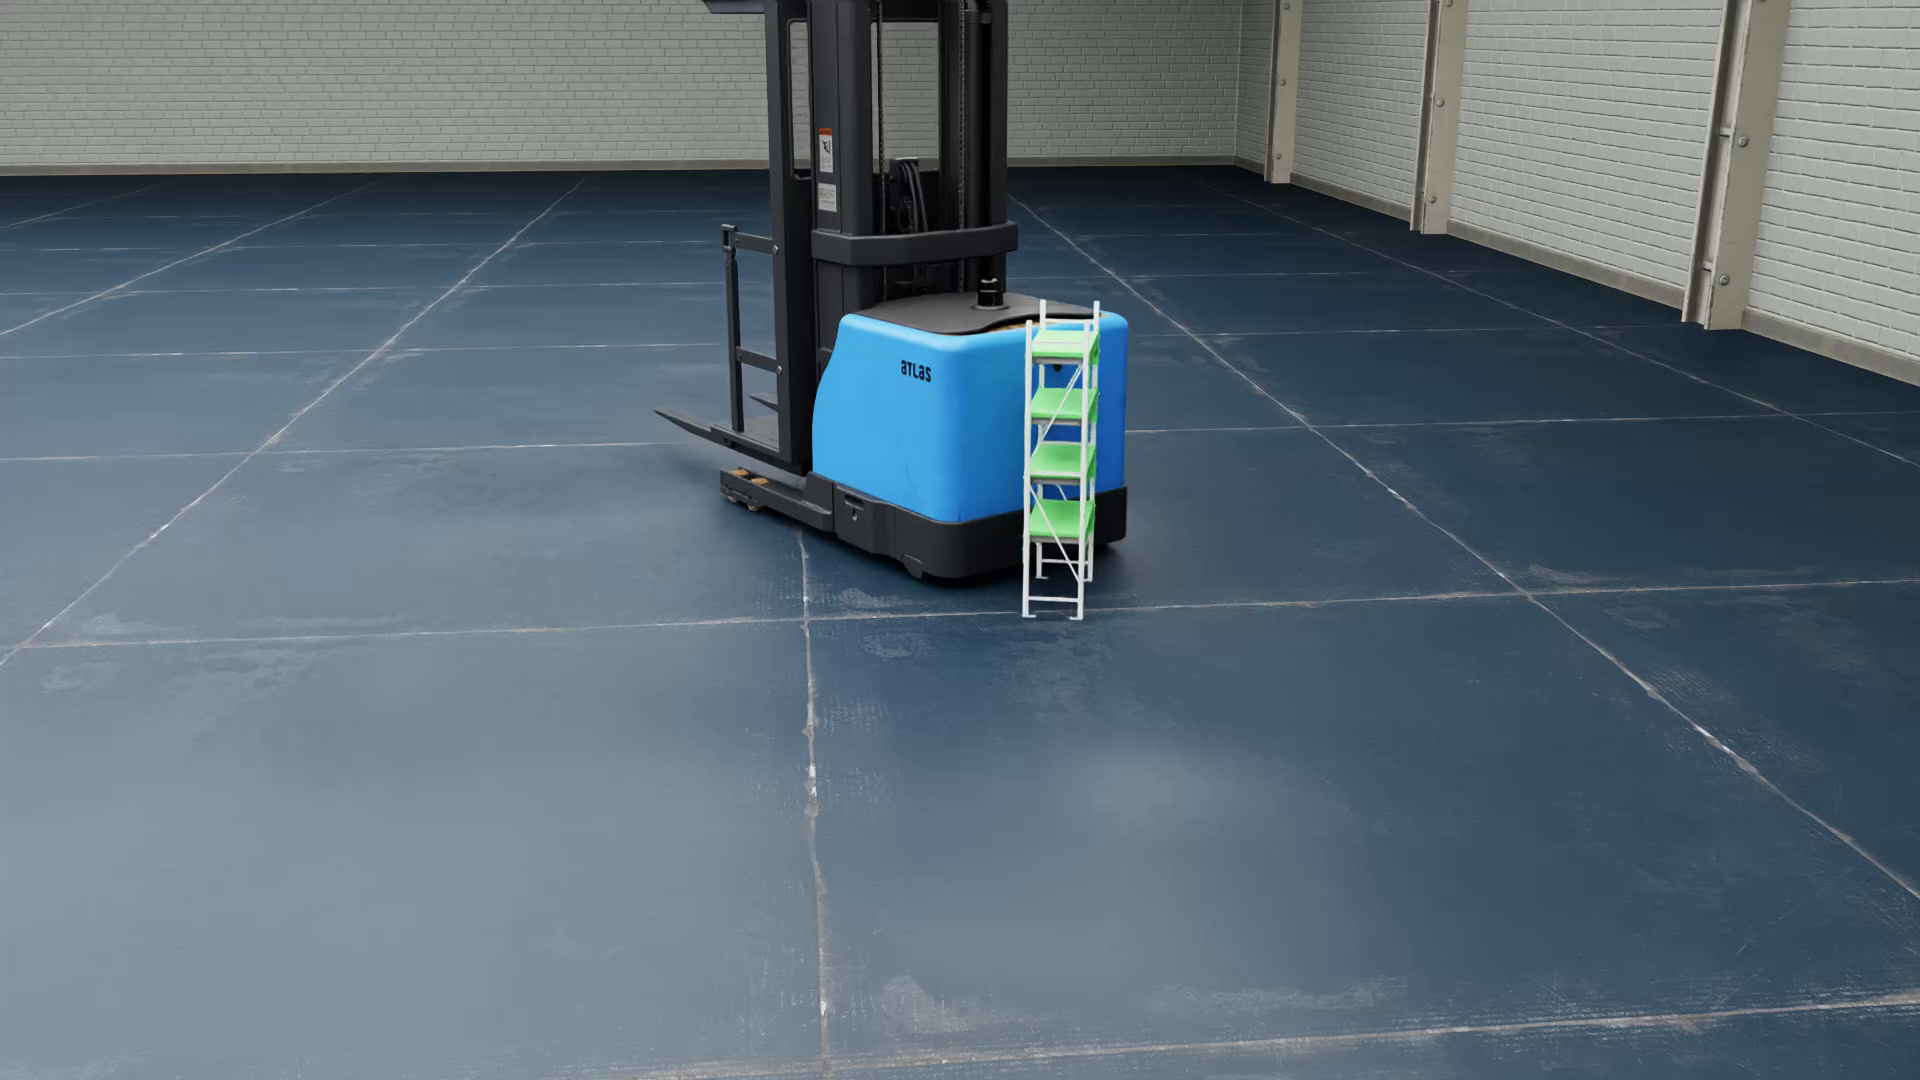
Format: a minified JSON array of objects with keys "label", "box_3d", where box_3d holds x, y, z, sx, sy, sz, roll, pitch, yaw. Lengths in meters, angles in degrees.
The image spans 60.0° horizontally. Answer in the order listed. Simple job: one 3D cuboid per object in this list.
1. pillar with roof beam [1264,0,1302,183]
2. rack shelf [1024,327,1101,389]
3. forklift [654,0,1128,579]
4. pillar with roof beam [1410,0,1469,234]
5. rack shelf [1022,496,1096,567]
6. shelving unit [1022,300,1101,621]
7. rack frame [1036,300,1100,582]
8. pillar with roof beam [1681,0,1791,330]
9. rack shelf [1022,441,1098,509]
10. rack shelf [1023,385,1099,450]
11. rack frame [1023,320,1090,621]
[{"label":"pillar with roof beam","box_3d":[0.392,-9.426,22.678,9.100,9.000,0.400,-2,18,-6]},{"label":"rack shelf","box_3d":[0.410,-0.726,6.598,0.258,0.148,0.480,3,18,9]},{"label":"forklift","box_3d":[-0.536,-1.614,7.925,1.130,2.935,3.031,-13,21,-35]},{"label":"pillar with roof beam","box_3d":[1.011,-7.639,16.984,9.100,9.000,0.400,-2,18,-6]},{"label":"rack shelf","box_3d":[0.410,-0.039,6.813,0.258,0.148,0.480,3,18,9]},{"label":"shelving unit","box_3d":[0.410,-0.329,6.722,0.258,1.200,0.503,3,18,9]},{"label":"rack frame","box_3d":[0.448,-0.401,6.952,0.240,1.200,0.015,3,18,9]},{"label":"pillar with roof beam","box_3d":[1.629,-5.851,11.290,9.100,9.000,0.400,-2,18,-6]},{"label":"rack shelf","box_3d":[0.410,-0.268,6.741,0.258,0.148,0.480,3,18,9]},{"label":"rack shelf","box_3d":[0.410,-0.497,6.669,0.258,0.148,0.480,3,18,9]},{"label":"rack frame","box_3d":[0.372,-0.257,6.492,0.240,1.200,0.015,3,18,9]}]
